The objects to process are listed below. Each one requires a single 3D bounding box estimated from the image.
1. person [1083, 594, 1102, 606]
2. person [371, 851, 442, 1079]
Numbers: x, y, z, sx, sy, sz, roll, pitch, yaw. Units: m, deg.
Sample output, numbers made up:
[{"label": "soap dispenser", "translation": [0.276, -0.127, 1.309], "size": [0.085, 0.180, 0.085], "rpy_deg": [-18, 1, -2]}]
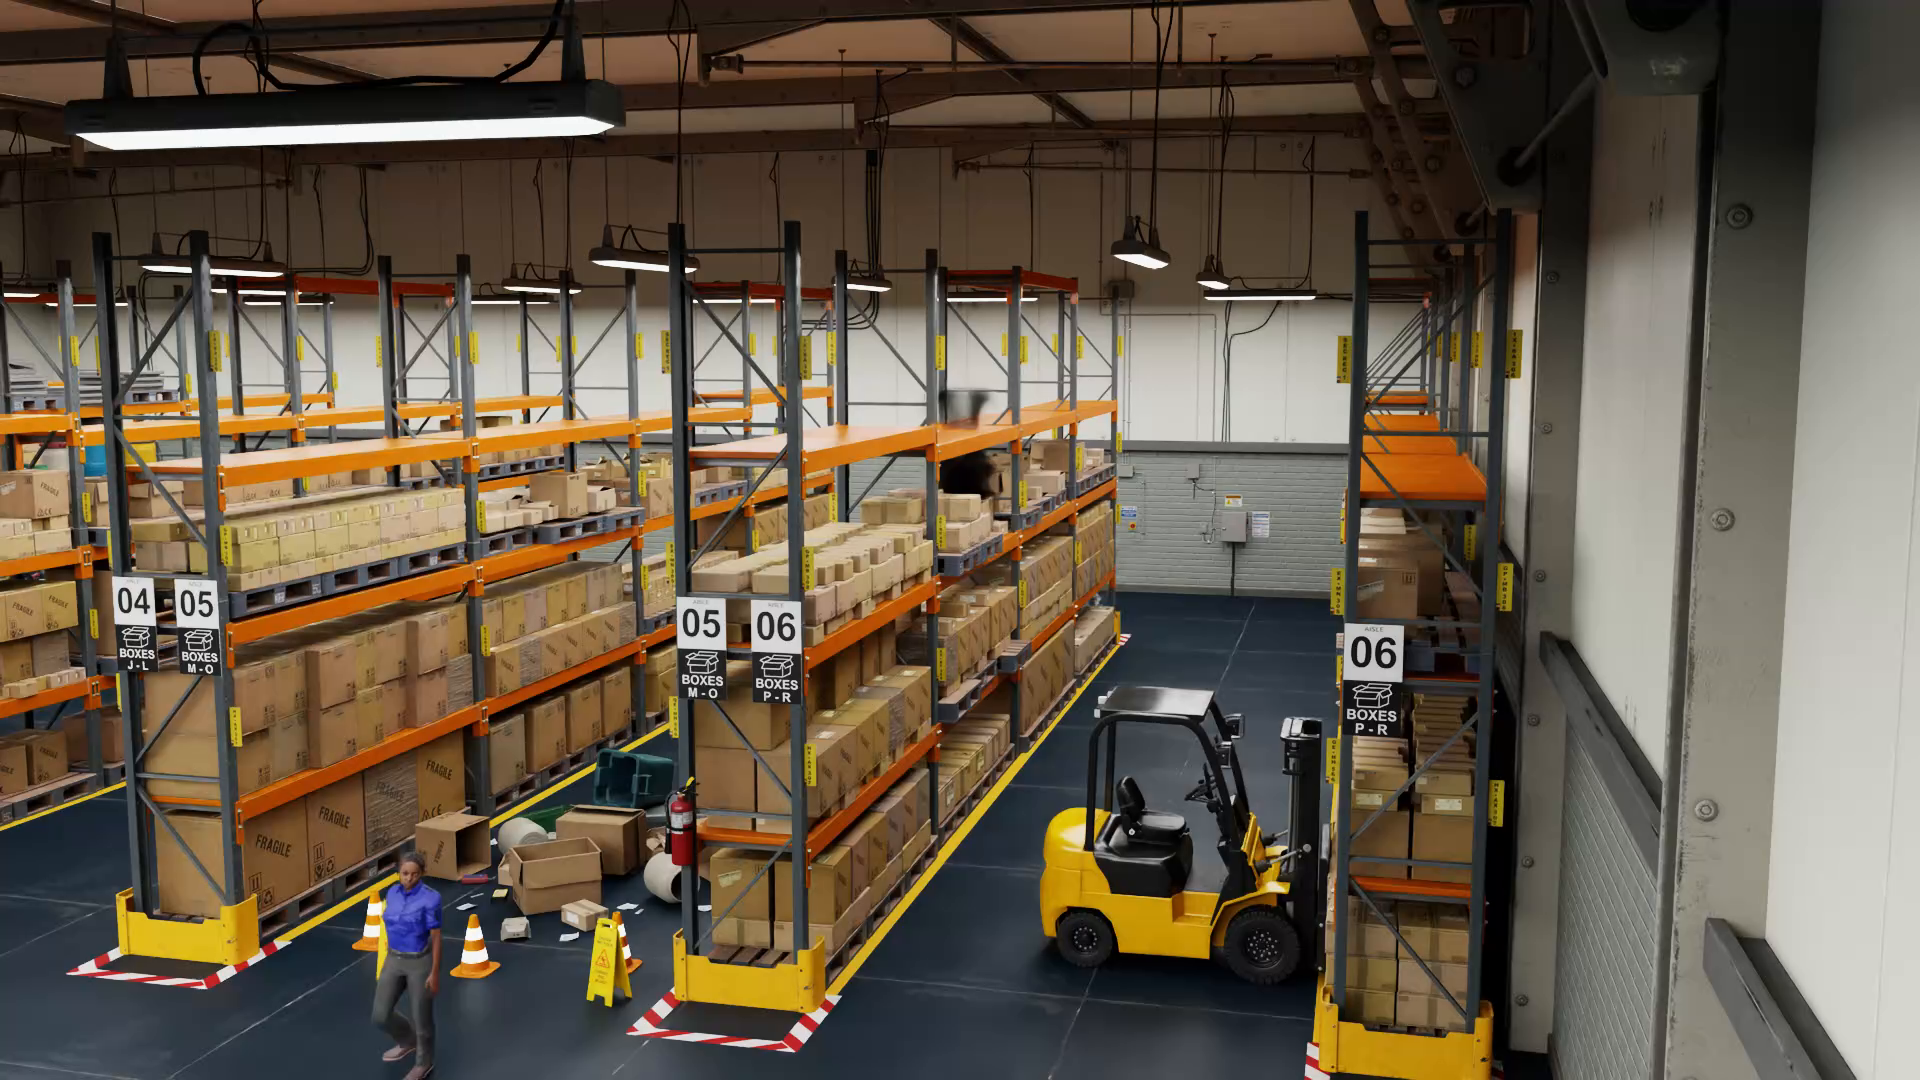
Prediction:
[{"label": "person", "translation": [2.338, 0.567, 30.934], "size": [0.616, 1.700, 0.727], "rpy_deg": [-1, 7, -10]}, {"label": "person", "translation": [-3.812, 2.939, 11.557], "size": [0.555, 1.648, 0.433], "rpy_deg": [2, 7, 12]}]
